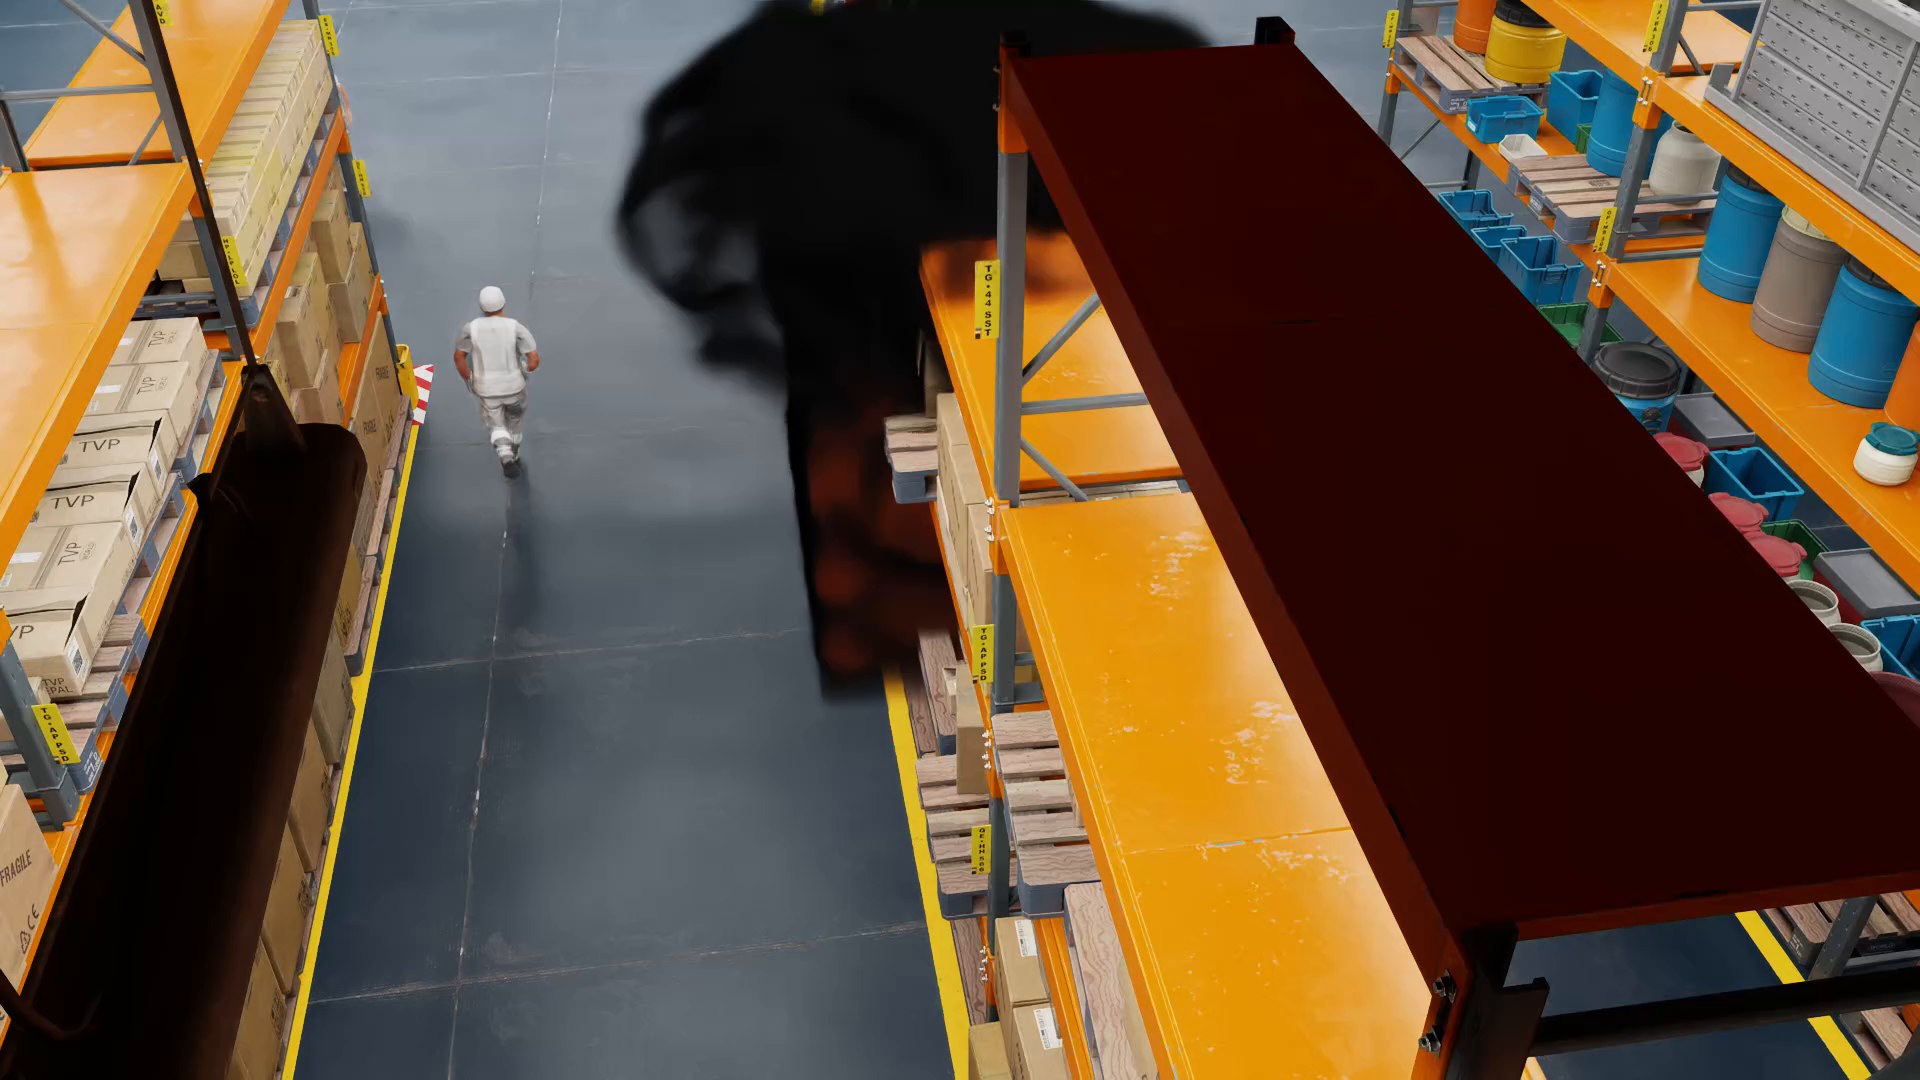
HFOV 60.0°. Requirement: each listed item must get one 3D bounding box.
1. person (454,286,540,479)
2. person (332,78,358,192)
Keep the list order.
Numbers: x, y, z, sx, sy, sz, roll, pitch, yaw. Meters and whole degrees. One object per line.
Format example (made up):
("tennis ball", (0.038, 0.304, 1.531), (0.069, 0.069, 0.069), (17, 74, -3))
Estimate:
("person", (-3.753, -1.205, 13.660), (0.668, 1.764, 0.890), (-8, 37, -11))
("person", (-6.976, -4.565, 18.355), (0.707, 1.601, 0.554), (21, 41, 26))
